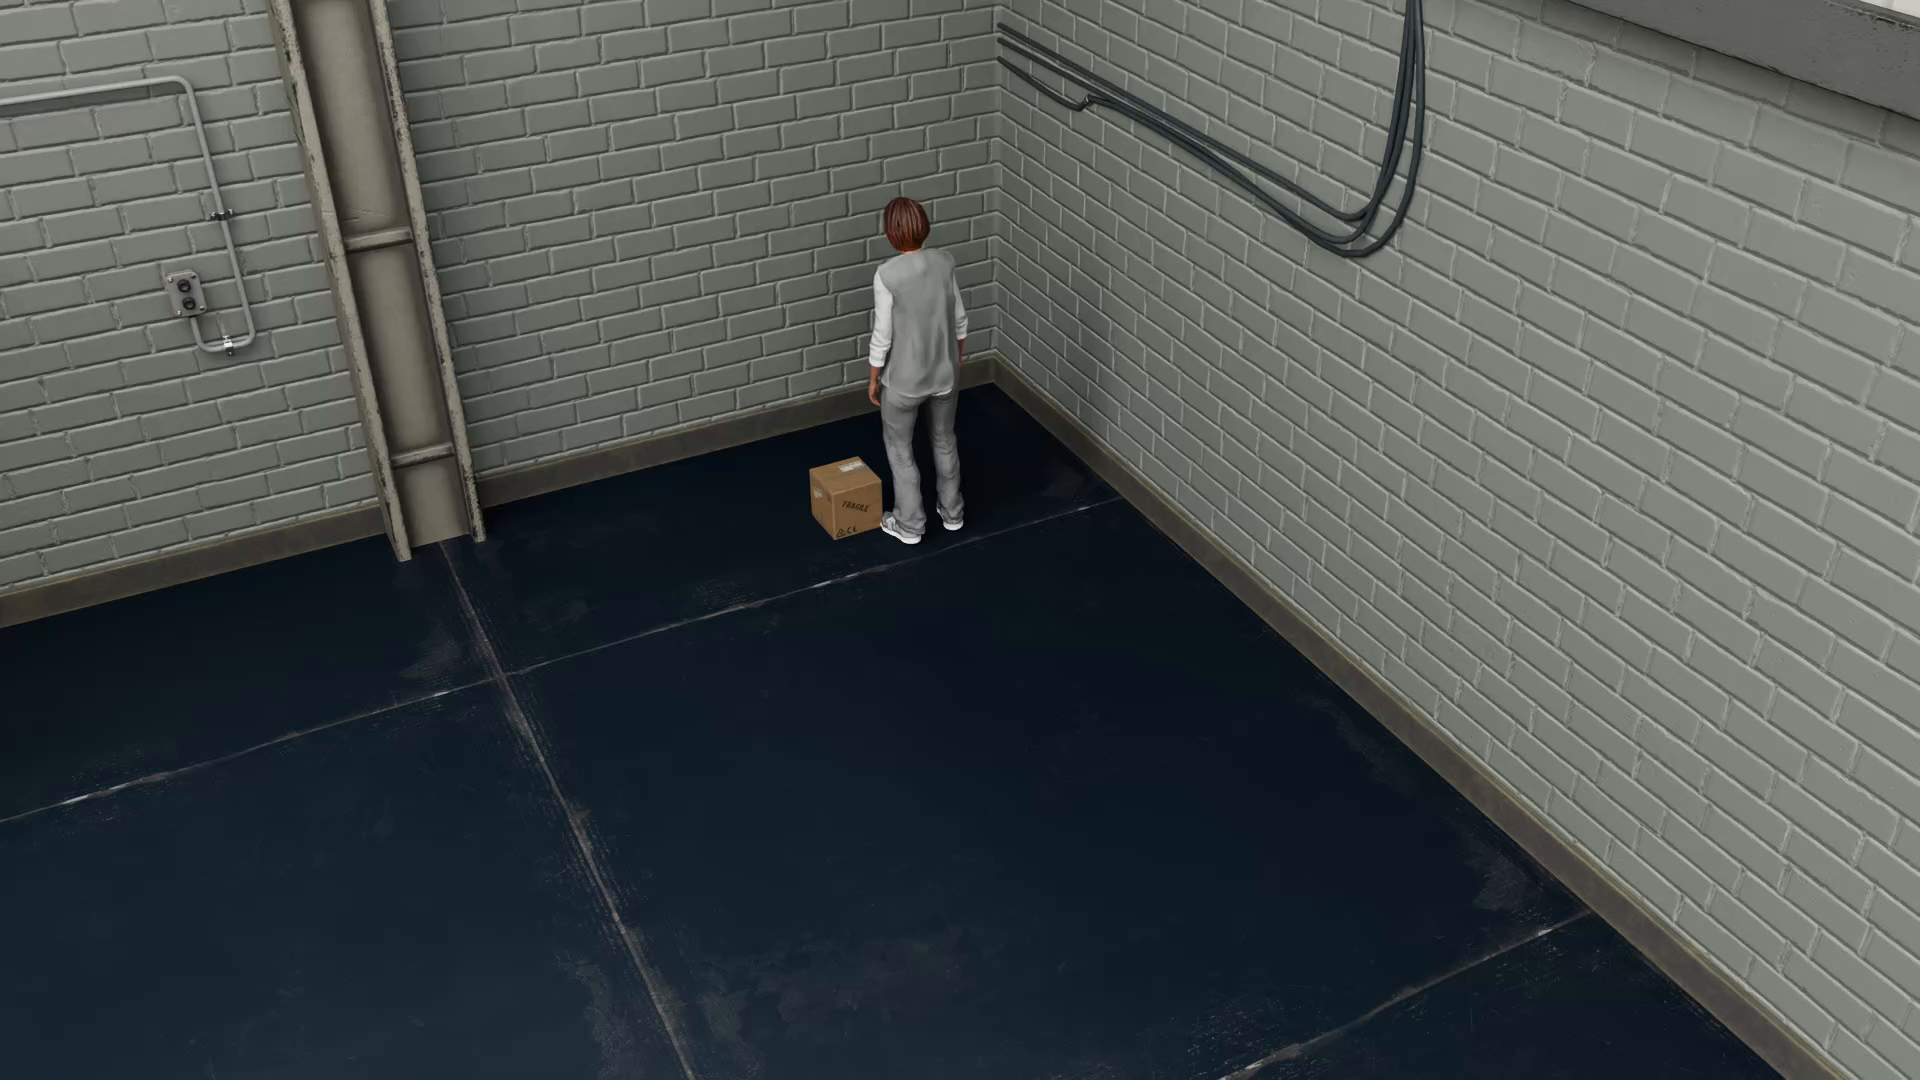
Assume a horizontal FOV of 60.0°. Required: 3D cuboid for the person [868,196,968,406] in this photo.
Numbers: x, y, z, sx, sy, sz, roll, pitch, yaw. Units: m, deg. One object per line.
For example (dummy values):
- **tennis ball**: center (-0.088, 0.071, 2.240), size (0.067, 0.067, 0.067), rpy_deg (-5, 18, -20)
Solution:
- **person**: center (-0.190, -0.999, 7.040), size (0.461, 0.909, 0.333), rpy_deg (-17, 37, -23)
